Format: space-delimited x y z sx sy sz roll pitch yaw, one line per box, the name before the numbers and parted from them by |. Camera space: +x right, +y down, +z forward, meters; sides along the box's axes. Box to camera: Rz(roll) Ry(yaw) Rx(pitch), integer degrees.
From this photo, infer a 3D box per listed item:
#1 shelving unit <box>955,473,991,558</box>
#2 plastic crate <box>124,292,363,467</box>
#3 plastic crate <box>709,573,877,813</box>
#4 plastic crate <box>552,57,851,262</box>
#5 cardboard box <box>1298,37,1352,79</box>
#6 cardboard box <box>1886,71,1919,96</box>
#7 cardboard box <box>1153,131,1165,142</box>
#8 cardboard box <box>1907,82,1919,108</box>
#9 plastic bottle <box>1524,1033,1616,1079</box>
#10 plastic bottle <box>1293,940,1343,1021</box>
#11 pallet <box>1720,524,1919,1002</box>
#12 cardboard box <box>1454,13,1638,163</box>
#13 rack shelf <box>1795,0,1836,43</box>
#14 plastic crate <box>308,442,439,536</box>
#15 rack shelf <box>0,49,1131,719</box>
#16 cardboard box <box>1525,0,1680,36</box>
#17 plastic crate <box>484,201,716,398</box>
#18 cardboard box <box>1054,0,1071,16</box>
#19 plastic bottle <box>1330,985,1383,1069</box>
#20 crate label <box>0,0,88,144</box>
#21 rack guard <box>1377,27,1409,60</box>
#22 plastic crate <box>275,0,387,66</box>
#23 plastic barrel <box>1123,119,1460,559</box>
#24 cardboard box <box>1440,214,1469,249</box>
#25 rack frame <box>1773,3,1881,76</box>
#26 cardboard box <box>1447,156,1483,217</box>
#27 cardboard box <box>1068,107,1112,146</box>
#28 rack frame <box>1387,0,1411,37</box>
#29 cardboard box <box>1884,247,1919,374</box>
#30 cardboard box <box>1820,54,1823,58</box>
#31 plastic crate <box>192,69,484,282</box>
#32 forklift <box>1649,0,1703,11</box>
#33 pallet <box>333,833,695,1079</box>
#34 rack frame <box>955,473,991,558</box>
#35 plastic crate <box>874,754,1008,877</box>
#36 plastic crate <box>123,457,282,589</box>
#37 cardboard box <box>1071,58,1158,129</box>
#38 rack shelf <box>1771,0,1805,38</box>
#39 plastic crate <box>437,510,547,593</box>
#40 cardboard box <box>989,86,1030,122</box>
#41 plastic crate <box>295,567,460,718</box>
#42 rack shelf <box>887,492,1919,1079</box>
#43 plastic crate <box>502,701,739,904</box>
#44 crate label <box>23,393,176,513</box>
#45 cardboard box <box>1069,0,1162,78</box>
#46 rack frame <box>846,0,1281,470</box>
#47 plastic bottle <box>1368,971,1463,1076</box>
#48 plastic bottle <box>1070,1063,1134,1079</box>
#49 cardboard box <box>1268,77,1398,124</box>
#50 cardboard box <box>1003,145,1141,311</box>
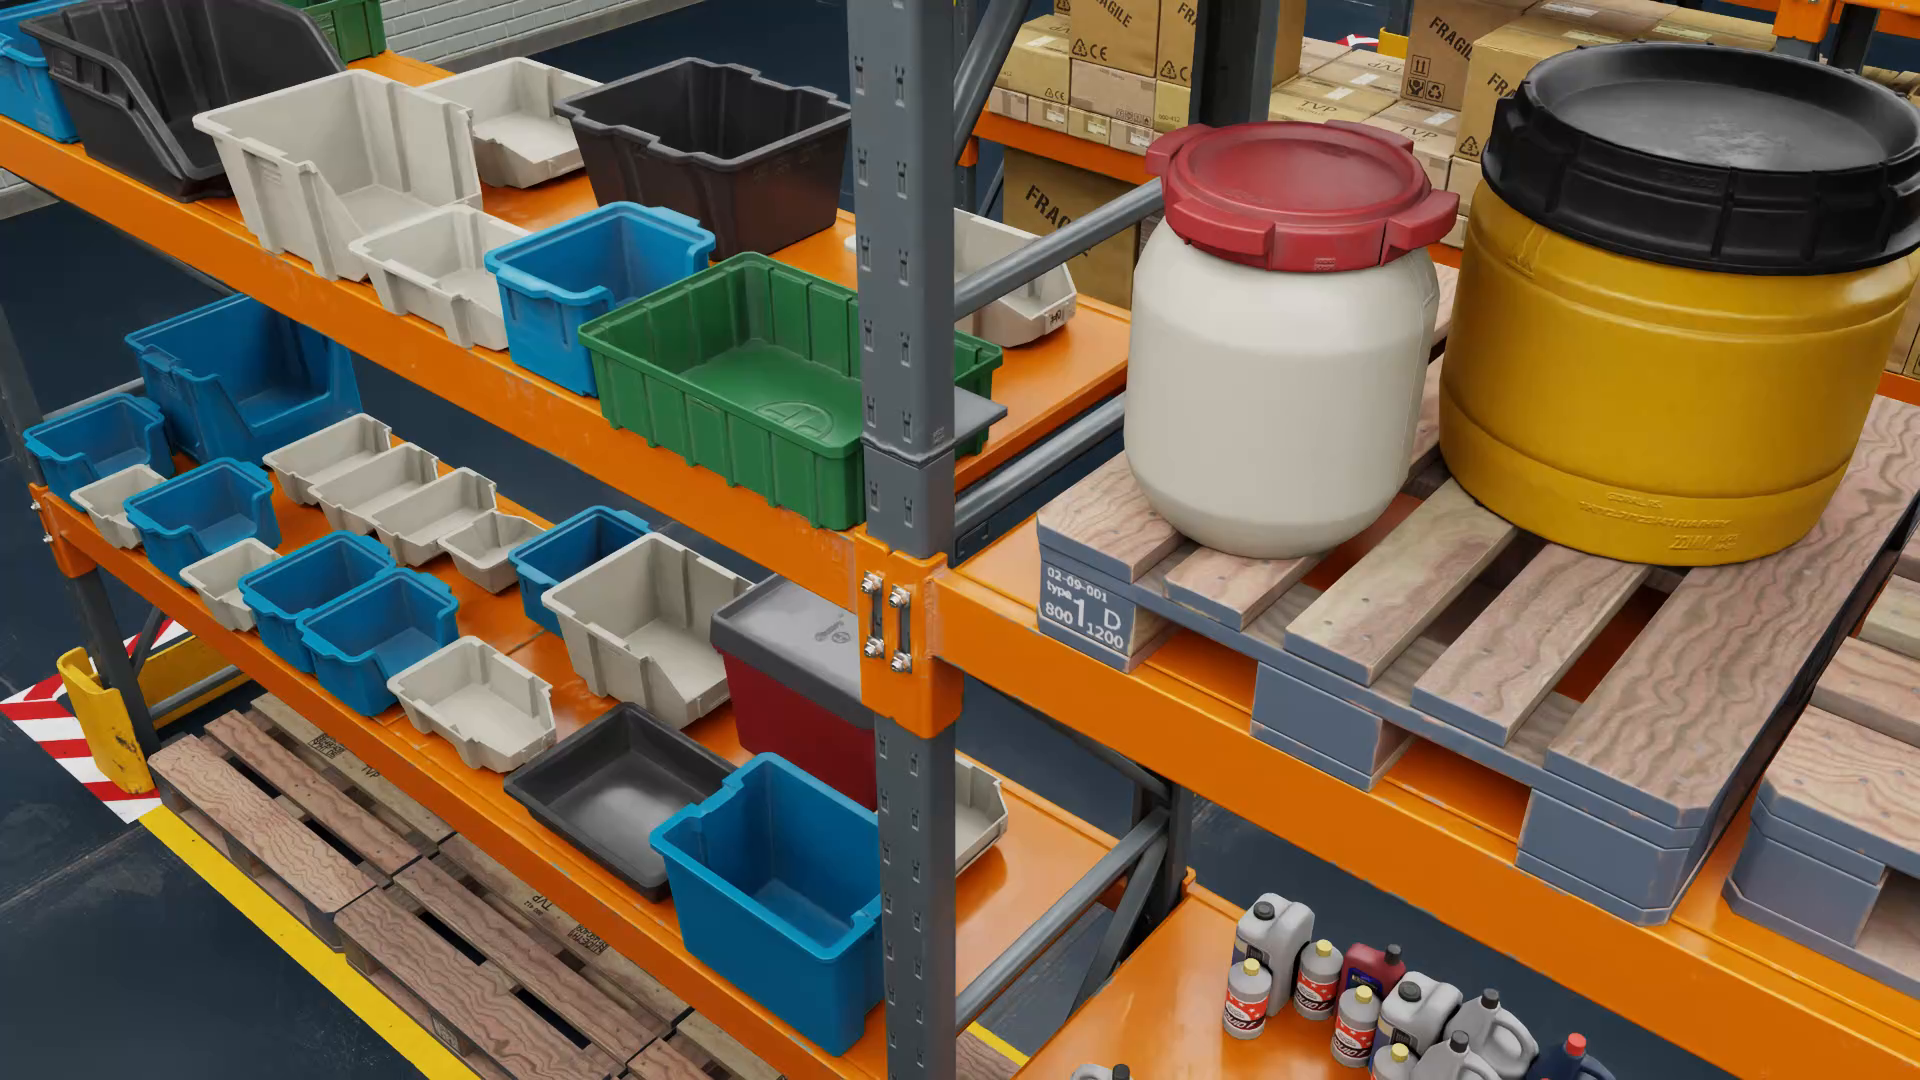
shelving unit | -0.127 -0.555 7.498 0.503 1.200 0.258 25 42 32
plastic crate | -2.489 -0.562 5.835 0.499 0.435 0.616 25 42 32
plastic crate | -0.317 0.402 4.405 0.583 0.464 0.402 25 42 32
plastic crate | -0.571 -0.866 3.827 0.590 0.269 0.497 25 42 32
cardboard box | 1.626 -2.350 8.392 0.500 0.250 0.500 24 41 30
cardboard box | 6.323 -2.974 11.052 0.250 0.149 0.380 28 43 34
cardboard box | 1.156 -1.971 8.192 0.250 0.149 0.380 24 41 31
cardboard box | 3.874 -1.496 6.304 0.637 0.503 0.797 24 41 31
plastic bottle | 1.266 1.164 3.449 0.185 0.351 0.144 25 42 32
plastic bottle | 0.825 1.000 3.819 0.097 0.201 0.097 0 34 0
pallet | 1.747 0.378 2.067 1.213 0.211 1.003 25 42 32
cardboard box | 2.471 -1.872 7.034 0.500 0.500 0.500 26 42 32
rack shelf | 4.914 -1.484 5.248 4.000 0.370 1.077 25 42 32
plastic crate | -1.910 -0.151 5.500 0.243 0.136 0.396 25 42 32
rack shelf | -1.329 -0.778 4.219 4.000 0.370 1.077 25 42 32
cardboard box | 2.799 -2.105 7.373 0.500 0.500 0.500 25 42 32
plastic crate | -0.696 -0.472 3.286 0.300 0.233 0.416 25 42 32
cardboard box | 0.846 -3.025 8.713 0.500 0.500 0.500 26 42 32
plastic bottle | 0.888 1.075 3.711 0.097 0.201 0.097 0 34 0
crate label | -2.363 -1.263 4.421 0.502 0.251 0.408 25 42 32
rack guard | 3.613 -3.781 12.814 0.348 0.500 1.175 25 42 32
plastic crate | -1.925 -1.479 4.791 0.336 0.188 0.450 25 42 32
plastic barrel | 0.452 -0.280 2.367 0.433 0.535 0.433 0 34 0
cardboard box | 2.341 -1.413 7.379 0.250 0.149 0.380 26 42 33
rack frame | 3.377 -1.269 6.948 0.127 3.000 1.000 25 42 32
cardboard box | 2.471 -1.562 7.244 0.500 0.250 0.500 27 43 33
cardboard box | 0.760 -2.157 8.463 0.250 0.149 0.380 24 41 31
rack frame | 3.554 -4.839 12.146 0.127 3.000 1.000 25 42 32
cardboard box | 3.571 -1.035 6.519 0.500 0.500 0.500 25 42 32
cardboard box | 5.738 -3.256 11.464 0.250 0.149 0.380 26 42 33
plastic crate | -1.360 -0.813 3.740 0.530 0.282 0.437 25 42 32
forklift | 4.088 -3.031 9.574 3.031 2.935 1.130 -7 35 -10
pallet | -1.323 1.344 5.606 1.213 0.211 1.003 25 42 32
rack frame | 0.060 -0.466 7.369 0.015 1.200 0.240 25 42 32
plastic crate | -0.058 0.739 4.204 0.243 0.136 0.396 25 42 32
plastic crate | -2.381 -0.047 5.264 0.300 0.233 0.416 25 42 32
cardboard box | 0.903 -2.302 8.322 0.500 0.250 0.500 25 41 31
rack shelf | 1.840 -2.933 7.357 4.000 0.370 1.077 25 42 32
plastic crate | -1.441 0.038 5.224 0.250 0.136 0.298 25 42 32
cardboard box | 0.365 -2.342 8.732 0.250 0.149 0.380 26 42 32
plastic crate | -1.644 0.300 4.759 0.300 0.233 0.416 25 42 32
rack shelf | 1.745 0.671 2.110 4.000 0.370 1.077 25 42 32
plastic crate | -0.824 0.686 4.291 0.590 0.125 0.437 25 42 32
crate label | -2.887 -0.286 5.611 0.303 0.233 0.416 25 42 32
cardboard box | 0.884 -2.615 8.116 0.500 0.500 0.500 24 41 31
rack frame | 0.208 -1.587 2.112 0.127 3.000 1.000 25 42 32
plastic bottle | 0.999 1.072 3.649 0.135 0.276 0.152 25 42 32
plastic bottle | 0.303 1.190 3.412 0.185 0.351 0.144 25 42 32
cardboard box | 1.691 -1.931 7.782 0.500 0.250 0.500 24 41 31
cardboard box | 0.846 -1.818 9.253 0.875 0.875 0.875 25 42 32
